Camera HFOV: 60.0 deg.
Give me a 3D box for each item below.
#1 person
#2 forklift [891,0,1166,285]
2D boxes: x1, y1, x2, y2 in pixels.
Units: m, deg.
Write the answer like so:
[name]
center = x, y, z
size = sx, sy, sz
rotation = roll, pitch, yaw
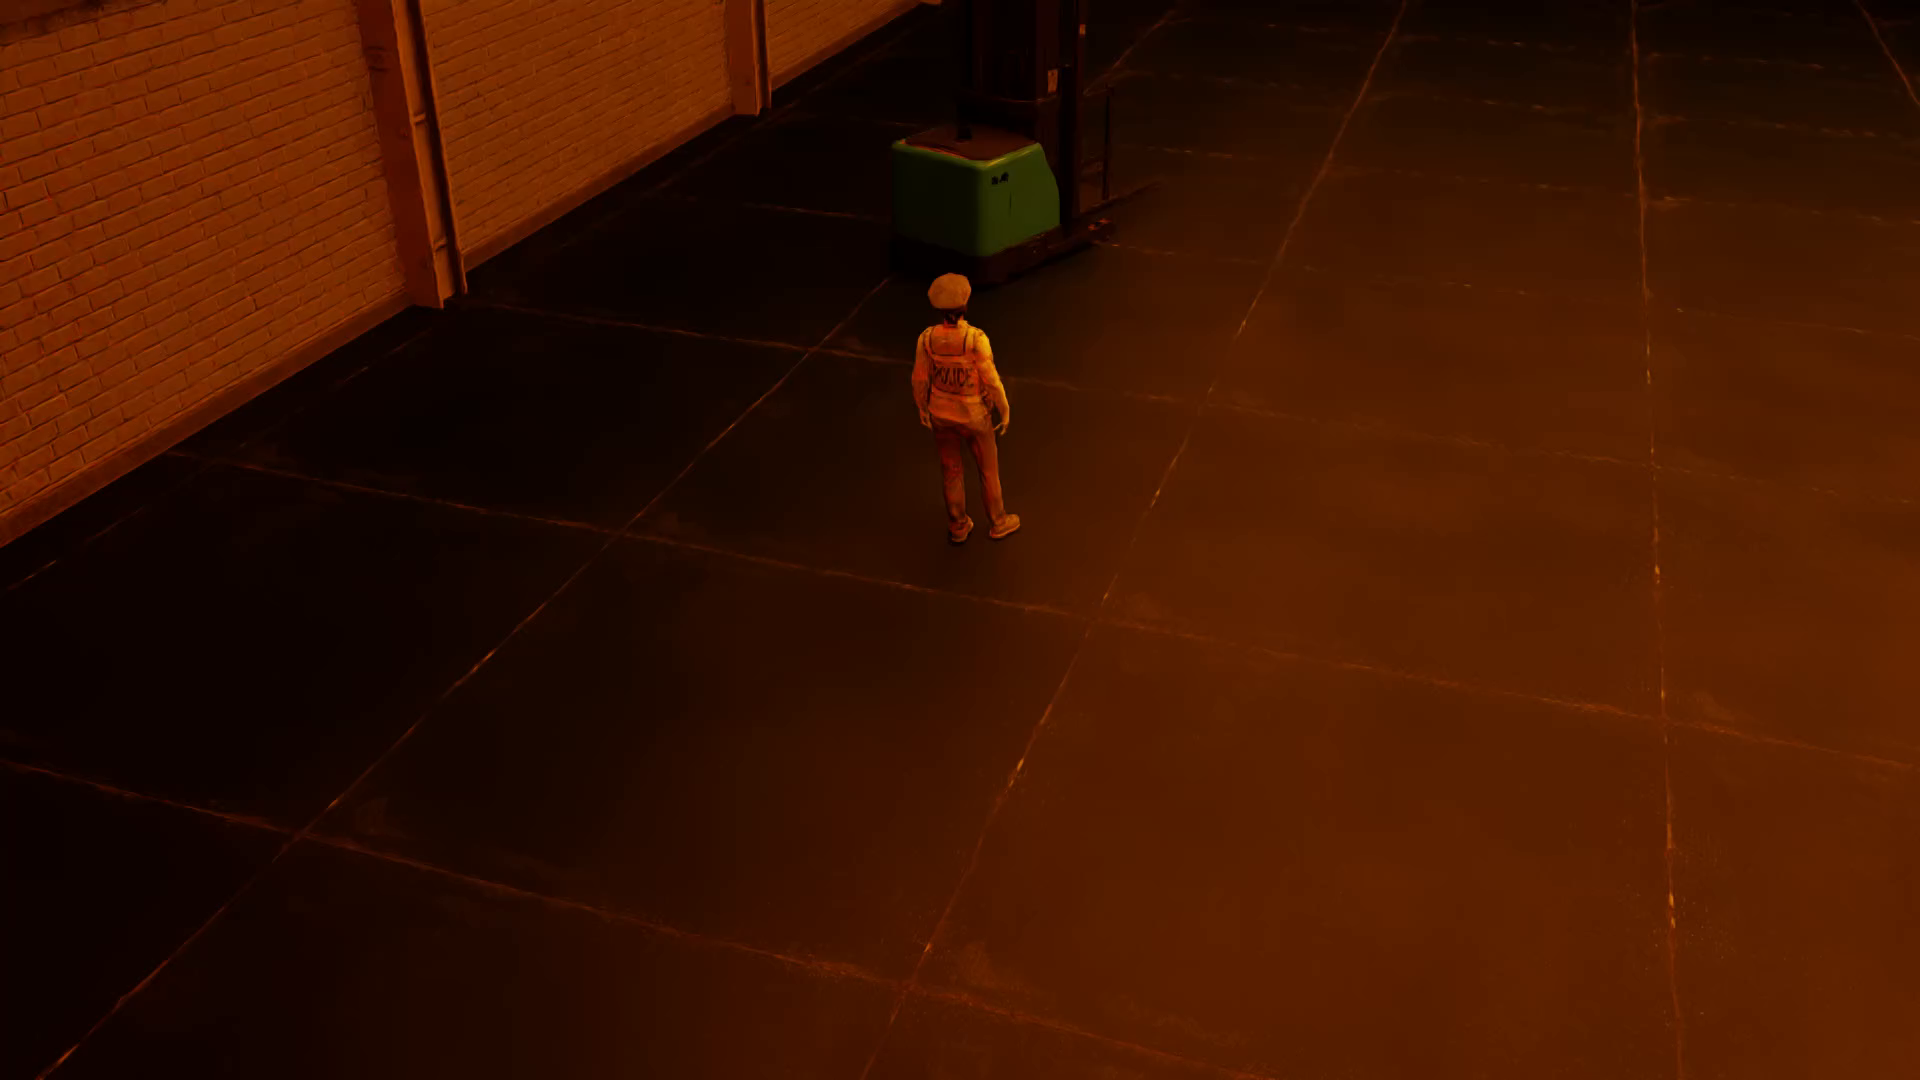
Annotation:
[person]
center = 0.029, -0.773, 9.726
size = 0.586, 1.695, 0.532
rotation = 10, 31, 16
[forklift]
center = 0.732, -4.027, 14.201
size = 1.130, 2.935, 3.031
rotation = 22, 36, 33
